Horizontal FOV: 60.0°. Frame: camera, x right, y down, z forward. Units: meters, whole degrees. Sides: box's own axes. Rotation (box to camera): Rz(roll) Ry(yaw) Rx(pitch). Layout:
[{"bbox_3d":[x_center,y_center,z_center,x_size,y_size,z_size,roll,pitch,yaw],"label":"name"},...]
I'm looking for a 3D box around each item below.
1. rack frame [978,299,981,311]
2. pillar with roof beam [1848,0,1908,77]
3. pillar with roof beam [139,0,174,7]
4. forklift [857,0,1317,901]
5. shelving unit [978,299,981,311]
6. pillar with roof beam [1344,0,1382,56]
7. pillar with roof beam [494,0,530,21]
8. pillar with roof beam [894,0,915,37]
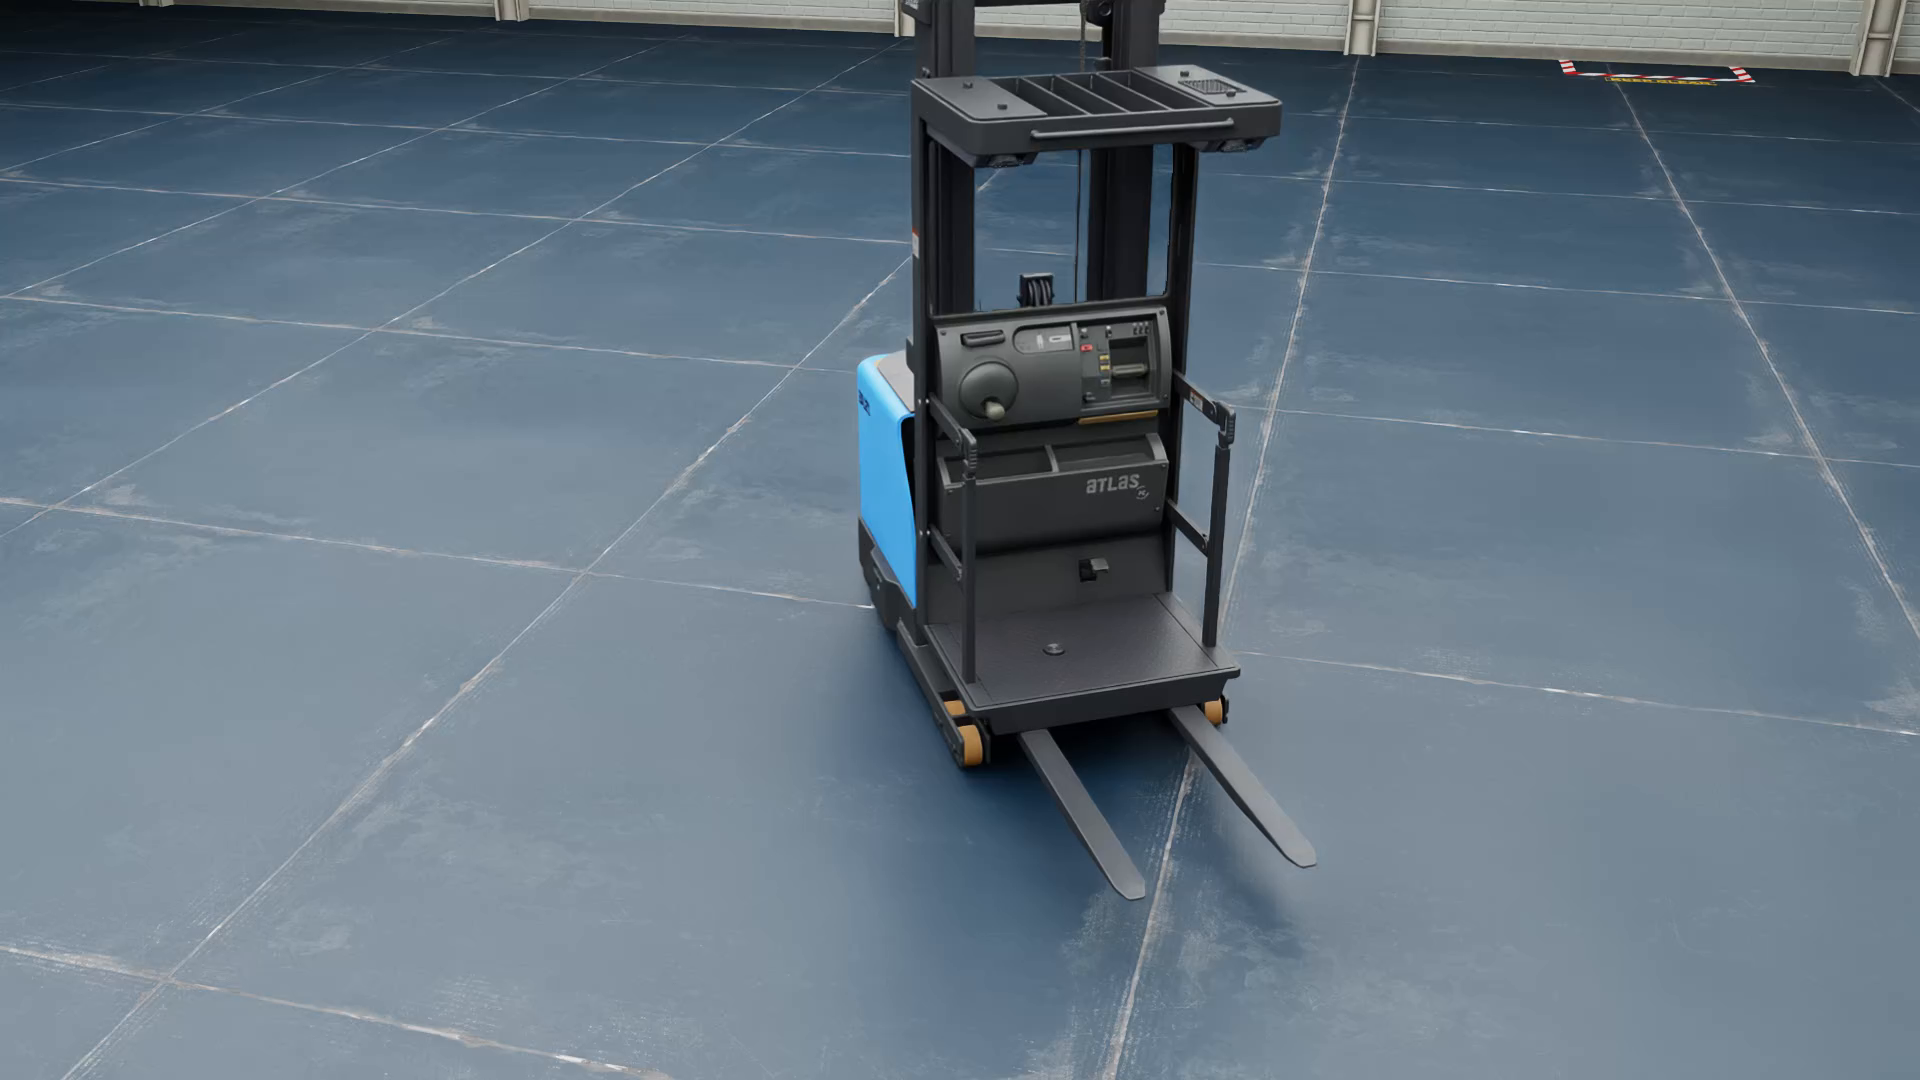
[{"bbox_3d":[0.066,-0.546,7.999,0.006,1.200,0.240,6,26,12],"label":"rack frame"},{"bbox_3d":[9.887,-7.891,14.357,0.400,9.000,9.100,6,26,13],"label":"pillar with roof beam"},{"bbox_3d":[-13.357,-10.461,19.754,0.400,9.000,9.100,6,26,13],"label":"pillar with roof beam"},{"bbox_3d":[0.430,-0.636,6.176,1.130,2.935,3.031,-7,26,-15],"label":"forklift"},{"bbox_3d":[-0.023,-0.555,8.019,0.189,1.200,0.258,6,26,12],"label":"shelving unit"},{"bbox_3d":[4.076,-8.534,15.706,0.400,9.000,9.100,6,26,13],"label":"pillar with roof beam"},{"bbox_3d":[-7.546,-9.818,18.404,0.400,9.000,9.100,6,26,13],"label":"pillar with roof beam"},{"bbox_3d":[-1.735,-9.176,17.055,0.400,9.000,9.100,6,26,13],"label":"pillar with roof beam"}]
